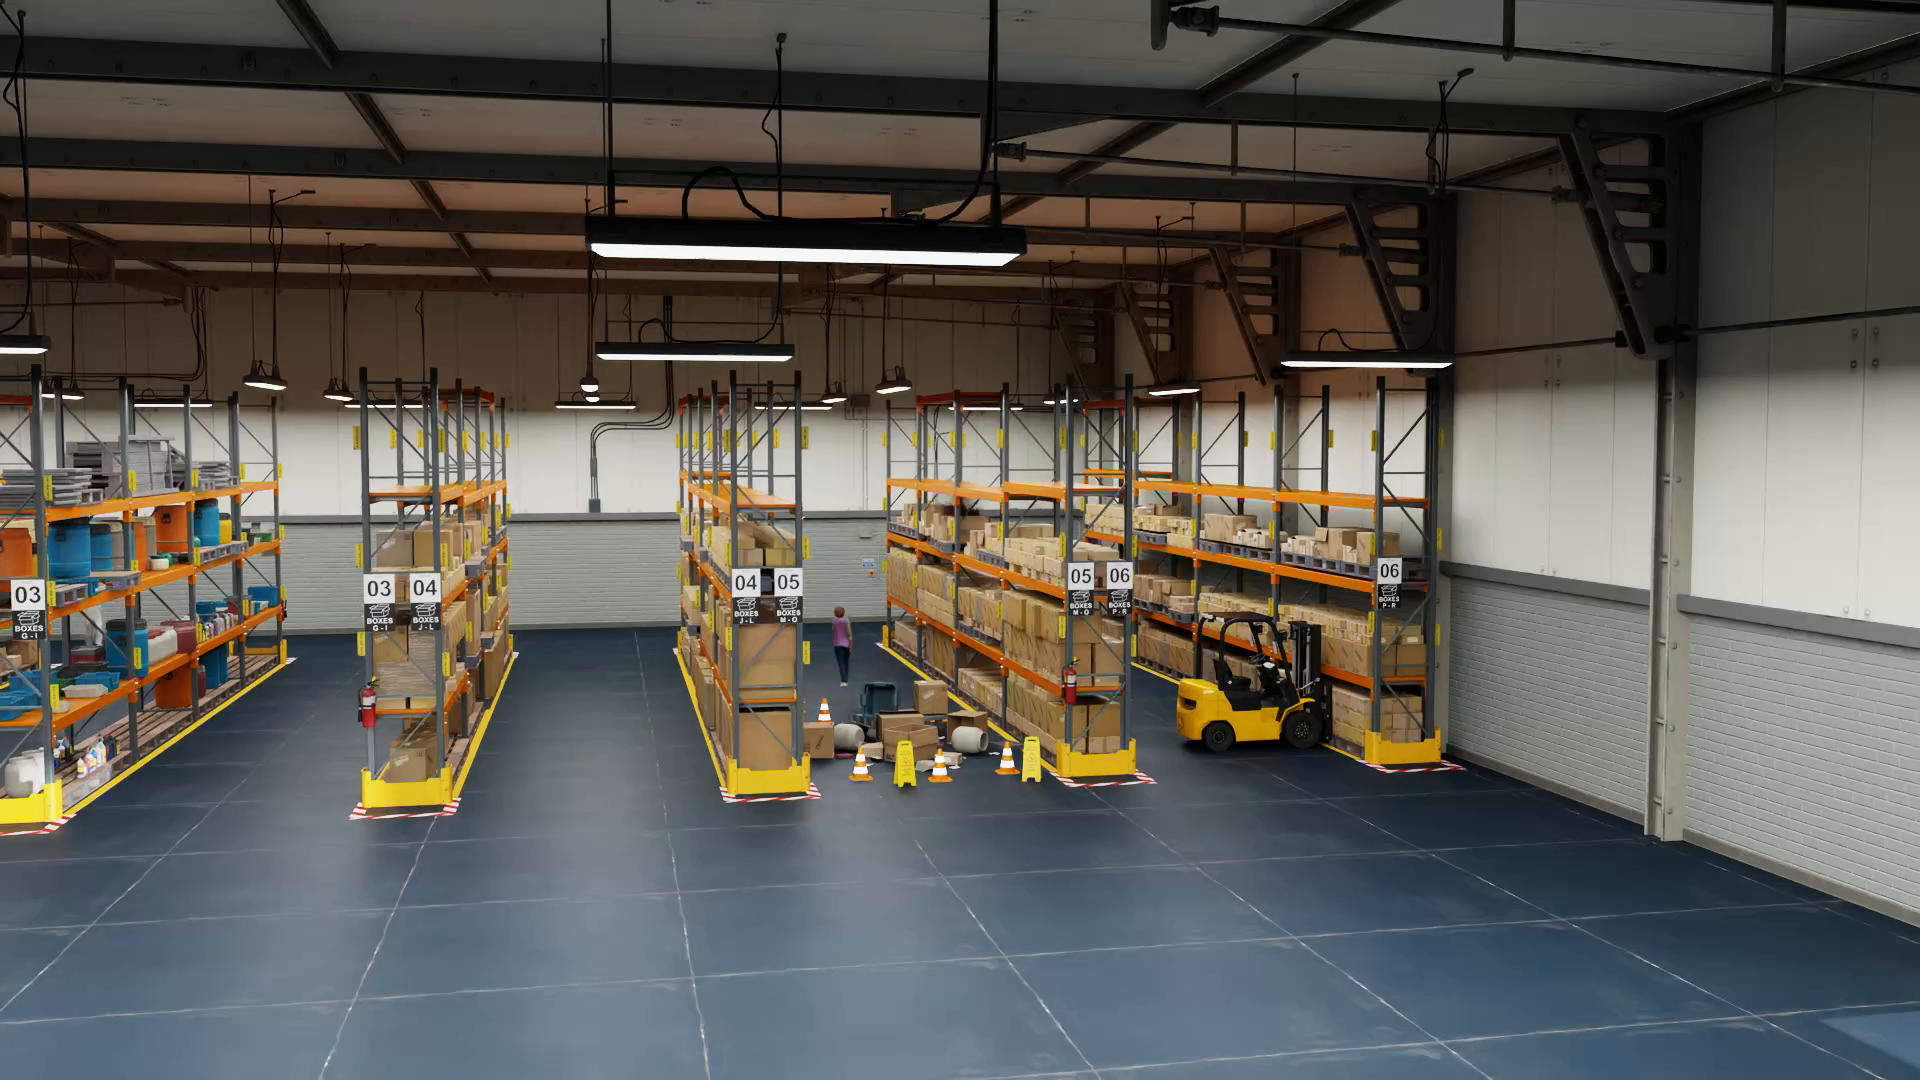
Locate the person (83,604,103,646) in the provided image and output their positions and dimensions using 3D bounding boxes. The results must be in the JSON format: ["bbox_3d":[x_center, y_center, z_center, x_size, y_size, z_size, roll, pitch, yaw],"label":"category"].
[{"bbox_3d":[-20.276,1.876,38.873,0.427,1.629,0.955,-2,4,-31],"label":"person"}]

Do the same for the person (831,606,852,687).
[{"bbox_3d":[-2.290,2.032,31.969,0.389,1.550,0.890,-1,4,-16],"label":"person"}]
